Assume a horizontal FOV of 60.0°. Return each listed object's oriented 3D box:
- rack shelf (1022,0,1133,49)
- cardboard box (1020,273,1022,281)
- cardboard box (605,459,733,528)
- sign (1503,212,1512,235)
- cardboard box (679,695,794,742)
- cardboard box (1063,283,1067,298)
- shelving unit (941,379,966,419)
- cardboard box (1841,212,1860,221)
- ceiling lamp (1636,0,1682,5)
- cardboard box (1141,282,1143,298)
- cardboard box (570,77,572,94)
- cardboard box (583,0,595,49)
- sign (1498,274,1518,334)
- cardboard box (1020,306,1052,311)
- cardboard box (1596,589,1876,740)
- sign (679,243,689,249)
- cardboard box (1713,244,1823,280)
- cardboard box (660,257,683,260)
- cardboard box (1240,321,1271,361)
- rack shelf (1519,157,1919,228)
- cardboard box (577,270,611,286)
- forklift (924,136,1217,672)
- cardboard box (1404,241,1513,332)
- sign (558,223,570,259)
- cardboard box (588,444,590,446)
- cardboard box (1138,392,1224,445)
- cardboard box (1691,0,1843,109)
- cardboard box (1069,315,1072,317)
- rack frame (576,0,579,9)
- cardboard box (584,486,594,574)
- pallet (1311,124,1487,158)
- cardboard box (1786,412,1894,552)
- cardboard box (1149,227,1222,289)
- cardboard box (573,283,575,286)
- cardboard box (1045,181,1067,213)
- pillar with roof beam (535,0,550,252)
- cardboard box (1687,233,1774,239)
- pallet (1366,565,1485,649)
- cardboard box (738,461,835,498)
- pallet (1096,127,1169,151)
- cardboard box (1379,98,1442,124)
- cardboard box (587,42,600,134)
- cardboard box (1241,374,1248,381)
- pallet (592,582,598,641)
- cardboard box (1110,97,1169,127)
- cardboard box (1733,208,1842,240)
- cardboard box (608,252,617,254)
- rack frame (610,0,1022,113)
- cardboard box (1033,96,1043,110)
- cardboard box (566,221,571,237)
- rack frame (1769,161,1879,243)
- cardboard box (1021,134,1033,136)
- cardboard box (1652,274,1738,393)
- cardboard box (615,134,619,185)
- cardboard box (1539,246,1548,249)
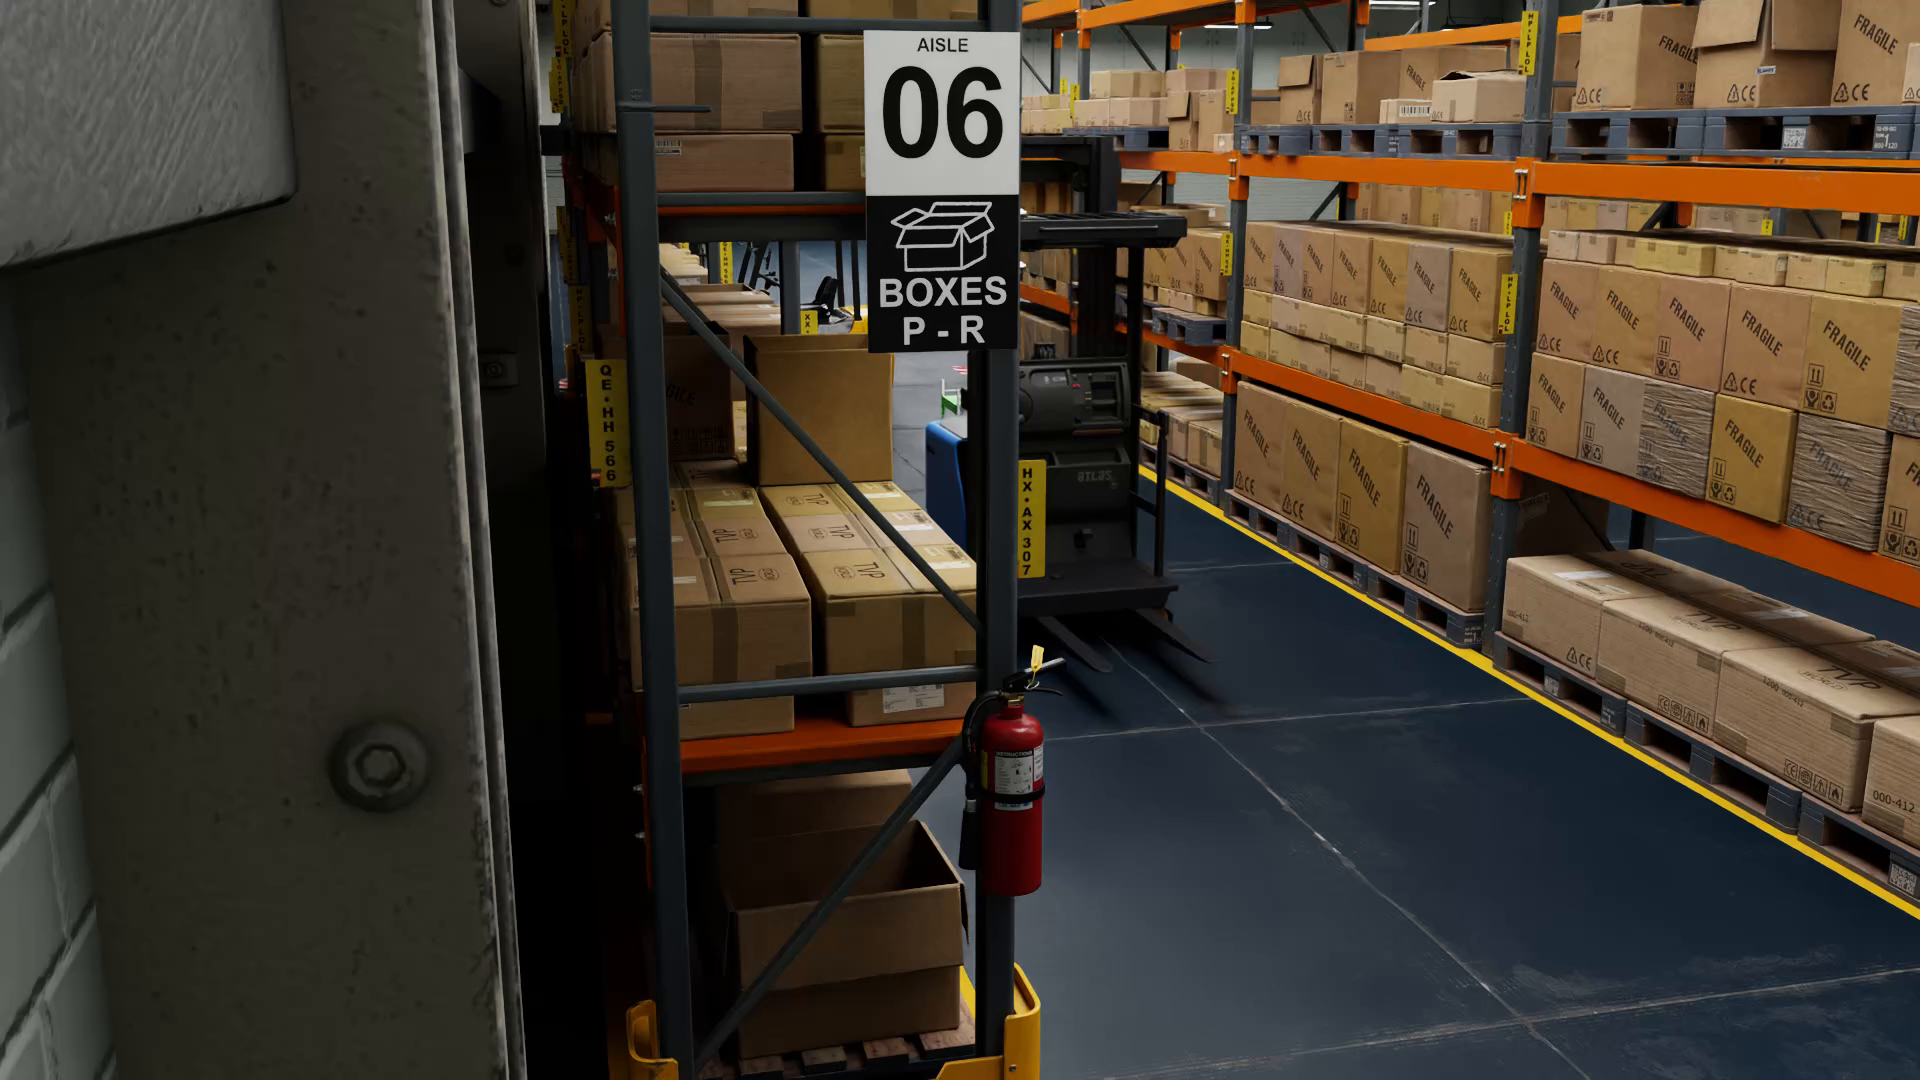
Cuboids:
[{"bbox_3d":[1.192,-5.675,18.217,1.077,0.370,4.000,-3,14,-13],"label":"rack shelf"},{"bbox_3d":[0.886,-3.061,19.167,0.380,0.149,0.250,-3,14,-11],"label":"cardboard box"},{"bbox_3d":[-1.186,-0.235,6.758,0.500,0.250,0.500,-3,14,-12],"label":"cardboard box"},{"bbox_3d":[5.910,-3.377,17.939,0.100,0.325,0.005,-3,14,-13],"label":"sign"},{"bbox_3d":[-0.683,0.456,4.769,0.380,0.149,0.250,-3,14,-14],"label":"cardboard box"},{"bbox_3d":[1.290,-2.585,17.219,0.380,0.149,0.250,-3,14,-14],"label":"cardboard box"},{"bbox_3d":[0.039,-0.545,12.128,0.258,1.200,0.503,-3,14,-13],"label":"shelving unit"},{"bbox_3d":[10.802,-4.085,19.884,0.500,0.500,0.500,-3,14,-13],"label":"cardboard box"},{"bbox_3d":[16.984,-14.242,39.460,2.000,3.185,0.800,-3,14,-13],"label":"ceiling lamp"},{"bbox_3d":[1.763,-2.285,15.104,0.380,0.149,0.250,-3,14,-11],"label":"cardboard box"},{"bbox_3d":[-2.374,-3.012,10.964,0.380,0.149,0.250,-3,14,-13],"label":"cardboard box"},{"bbox_3d":[-0.841,-1.583,4.902,0.500,0.250,0.500,-4,14,-15],"label":"cardboard box"},{"bbox_3d":[3.015,-1.296,9.140,0.100,0.325,0.005,-3,14,-13],"label":"sign"},{"bbox_3d":[0.776,-2.478,19.580,0.500,0.500,0.500,-4,14,-15],"label":"cardboard box"},{"bbox_3d":[3.794,0.593,8.192,0.875,0.438,0.875,-4,14,-15],"label":"cardboard box"},{"bbox_3d":[-2.637,-2.929,15.824,0.100,0.325,0.005,-3,14,-13],"label":"sign"},{"bbox_3d":[3.711,-1.275,7.641,0.380,0.149,0.250,-3,14,-13],"label":"cardboard box"},{"bbox_3d":[-2.480,-2.255,13.761,0.380,0.149,0.250,-3,14,-13],"label":"cardboard box"},{"bbox_3d":[2.471,-1.528,12.676,0.500,0.250,0.500,-4,14,-14],"label":"cardboard box"},{"bbox_3d":[4.010,-1.451,7.242,1.077,0.370,4.000,-3,14,-13],"label":"rack shelf"},{"bbox_3d":[-2.666,-1.932,12.436,0.380,0.149,0.250,-3,14,-12],"label":"cardboard box"},{"bbox_3d":[0.638,-0.892,9.902,1.130,2.935,3.031,-4,14,-15],"label":"forklift"},{"bbox_3d":[3.063,-1.547,10.122,0.500,0.500,0.500,-3,14,-12],"label":"cardboard box"},{"bbox_3d":[-3.702,-2.800,15.579,0.100,0.325,0.005,-3,14,-13],"label":"sign"},{"bbox_3d":[-2.404,-0.617,11.648,0.380,0.149,0.250,-3,14,-10],"label":"cardboard box"},{"bbox_3d":[2.124,-1.131,15.388,0.950,0.372,0.625,-3,14,-11],"label":"cardboard box"},{"bbox_3d":[3.888,-2.255,7.705,0.797,0.503,0.637,-2,14,-9],"label":"cardboard box"},{"bbox_3d":[1.528,-2.277,18.754,0.500,0.500,0.500,-3,14,-10],"label":"cardboard box"},{"bbox_3d":[-1.284,-3.442,7.553,1.000,3.000,0.127,-3,14,-13],"label":"rack frame"},{"bbox_3d":[-2.177,-0.091,10.860,0.500,0.500,0.500,-3,14,-10],"label":"cardboard box"},{"bbox_3d":[3.069,-2.690,11.193,1.003,0.211,1.213,-3,14,-11],"label":"pallet"},{"bbox_3d":[3.876,-0.262,6.968,0.500,0.500,0.500,-3,14,-12],"label":"cardboard box"},{"bbox_3d":[1.972,-2.449,14.409,0.500,0.500,0.500,-4,14,-17],"label":"cardboard box"},{"bbox_3d":[-2.835,-1.942,13.317,0.500,0.250,0.500,-3,14,-14],"label":"cardboard box"},{"bbox_3d":[1.368,-3.794,18.693,0.700,0.500,0.500,-3,14,-14],"label":"cardboard box"},{"bbox_3d":[-6.266,-11.776,41.665,9.100,9.000,0.548,-3,14,-13],"label":"pillar with roof beam"},{"bbox_3d":[3.927,-1.476,8.464,0.380,0.149,0.250,-3,14,-13],"label":"cardboard box"},{"bbox_3d":[3.286,0.376,10.443,1.003,0.211,1.213,-3,14,-13],"label":"pallet"},{"bbox_3d":[-0.571,-0.146,6.392,0.500,0.250,0.500,-4,14,-15],"label":"cardboard box"},{"bbox_3d":[1.949,-3.629,15.035,1.213,0.211,1.003,-3,14,-13],"label":"pallet"},{"bbox_3d":[2.950,-2.780,10.774,0.380,0.166,0.250,-2,14,-8],"label":"cardboard box"},{"bbox_3d":[-0.845,-1.338,4.953,0.500,0.250,0.500,-3,14,-13],"label":"cardboard box"},{"bbox_3d":[3.595,-2.096,19.947,0.637,0.503,0.797,10,17,35],"label":"cardboard box"},{"bbox_3d":[-1.802,0.360,10.509,1.003,0.211,1.213,-3,14,-13],"label":"pallet"},{"bbox_3d":[1.669,-3.850,14.974,0.500,0.250,0.500,-3,14,-14],"label":"cardboard box"},{"bbox_3d":[7.293,-2.665,14.698,0.700,0.500,0.500,-3,14,-13],"label":"cardboard box"},{"bbox_3d":[-3.105,-2.404,14.370,0.380,0.149,0.250,-3,14,-13],"label":"cardboard box"},{"bbox_3d":[-0.344,-2.519,3.776,1.000,3.000,0.127,-3,14,-13],"label":"rack frame"},{"bbox_3d":[1.005,-4.729,17.993,0.380,0.149,0.250,-3,14,-13],"label":"cardboard box"},{"bbox_3d":[-3.745,-3.112,16.642,0.380,0.149,0.250,-4,14,-14],"label":"cardboard box"},{"bbox_3d":[7.389,-2.027,14.402,1.000,3.000,0.127,-3,14,-13],"label":"rack frame"},{"bbox_3d":[0.893,-4.457,18.560,0.380,0.149,0.250,-4,14,-15],"label":"cardboard box"},{"bbox_3d":[3.639,-0.980,7.801,0.500,0.500,0.500,-3,14,-12],"label":"cardboard box"},{"bbox_3d":[-0.766,-1.058,4.646,0.380,0.149,0.250,-3,14,-12],"label":"cardboard box"},{"bbox_3d":[3.716,-1.457,9.751,0.500,0.500,0.500,-3,14,-13],"label":"cardboard box"}]
